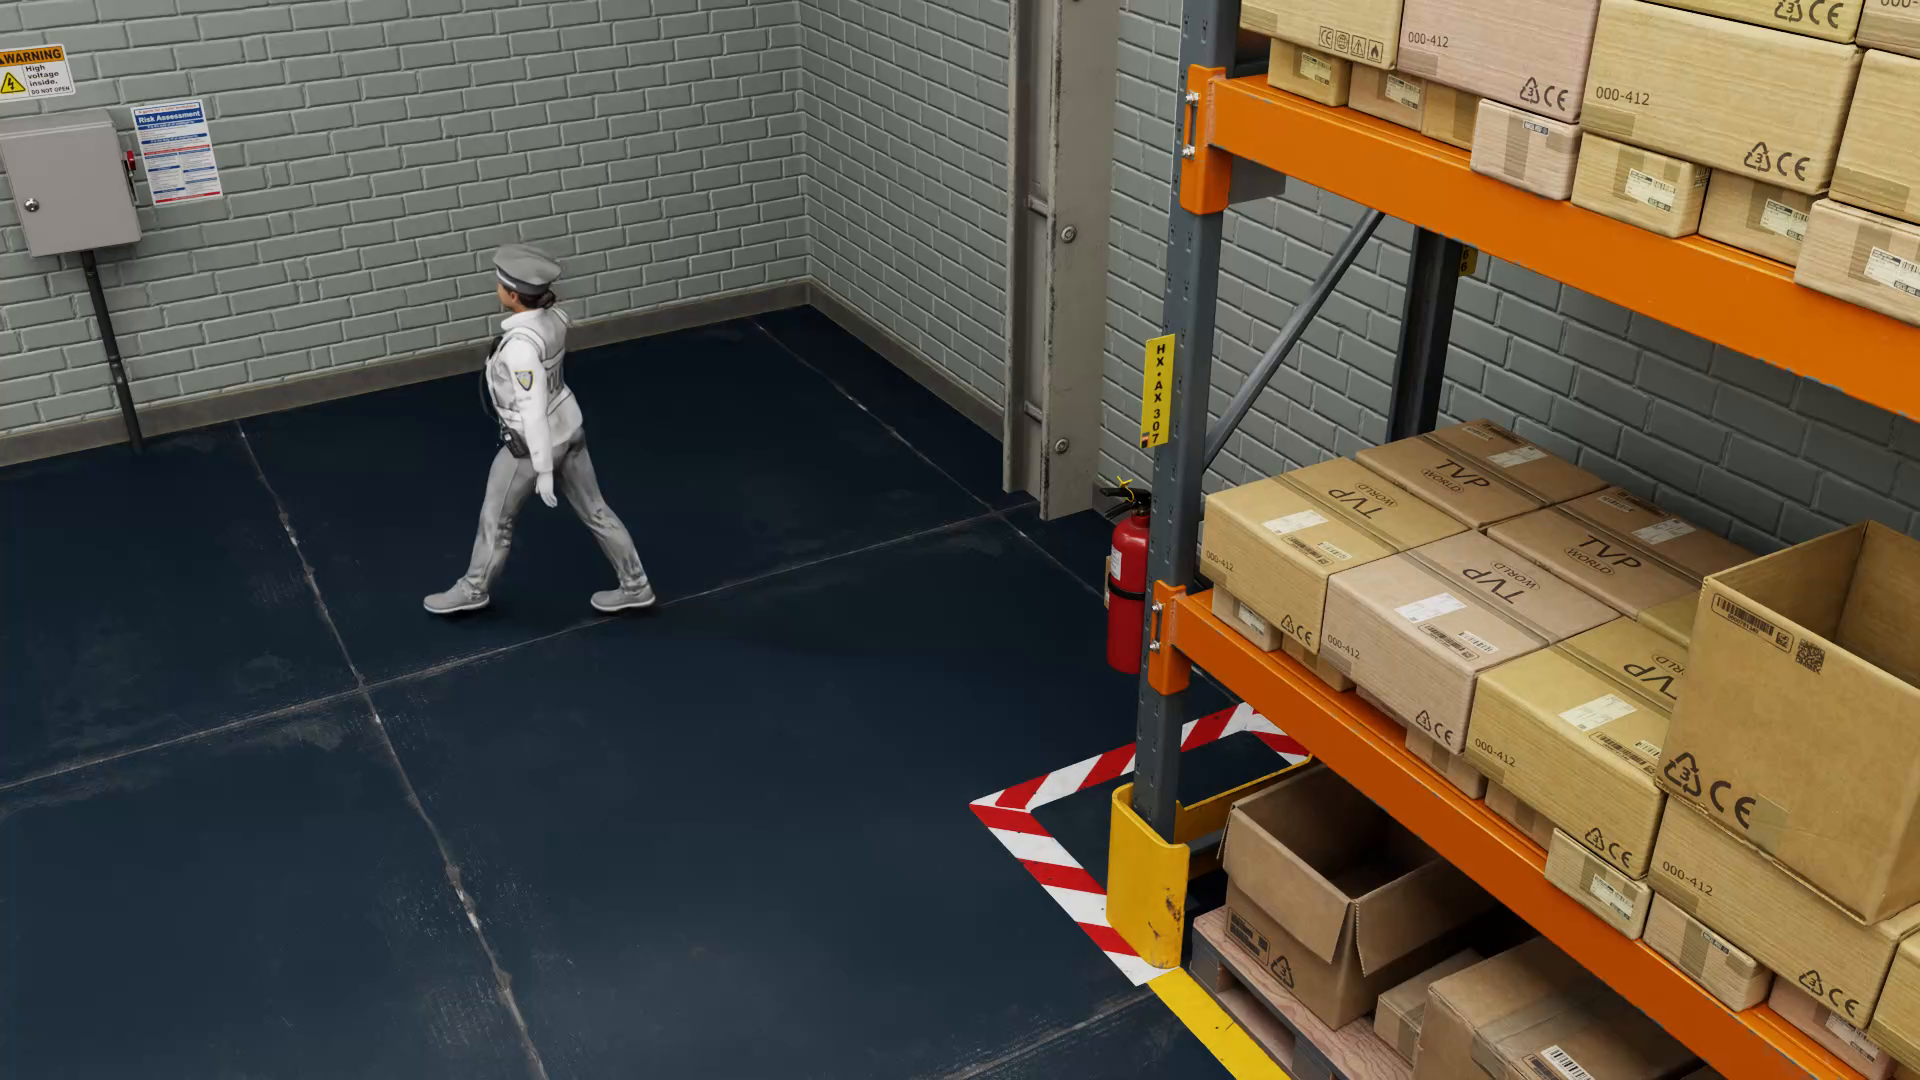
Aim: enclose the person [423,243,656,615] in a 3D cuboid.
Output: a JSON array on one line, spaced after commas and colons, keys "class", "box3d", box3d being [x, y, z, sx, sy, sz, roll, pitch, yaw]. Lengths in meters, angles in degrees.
[{"class": "person", "box3d": [-1.808, -0.439, 6.852, 0.973, 1.636, 0.521, 7, 30, 13]}]
